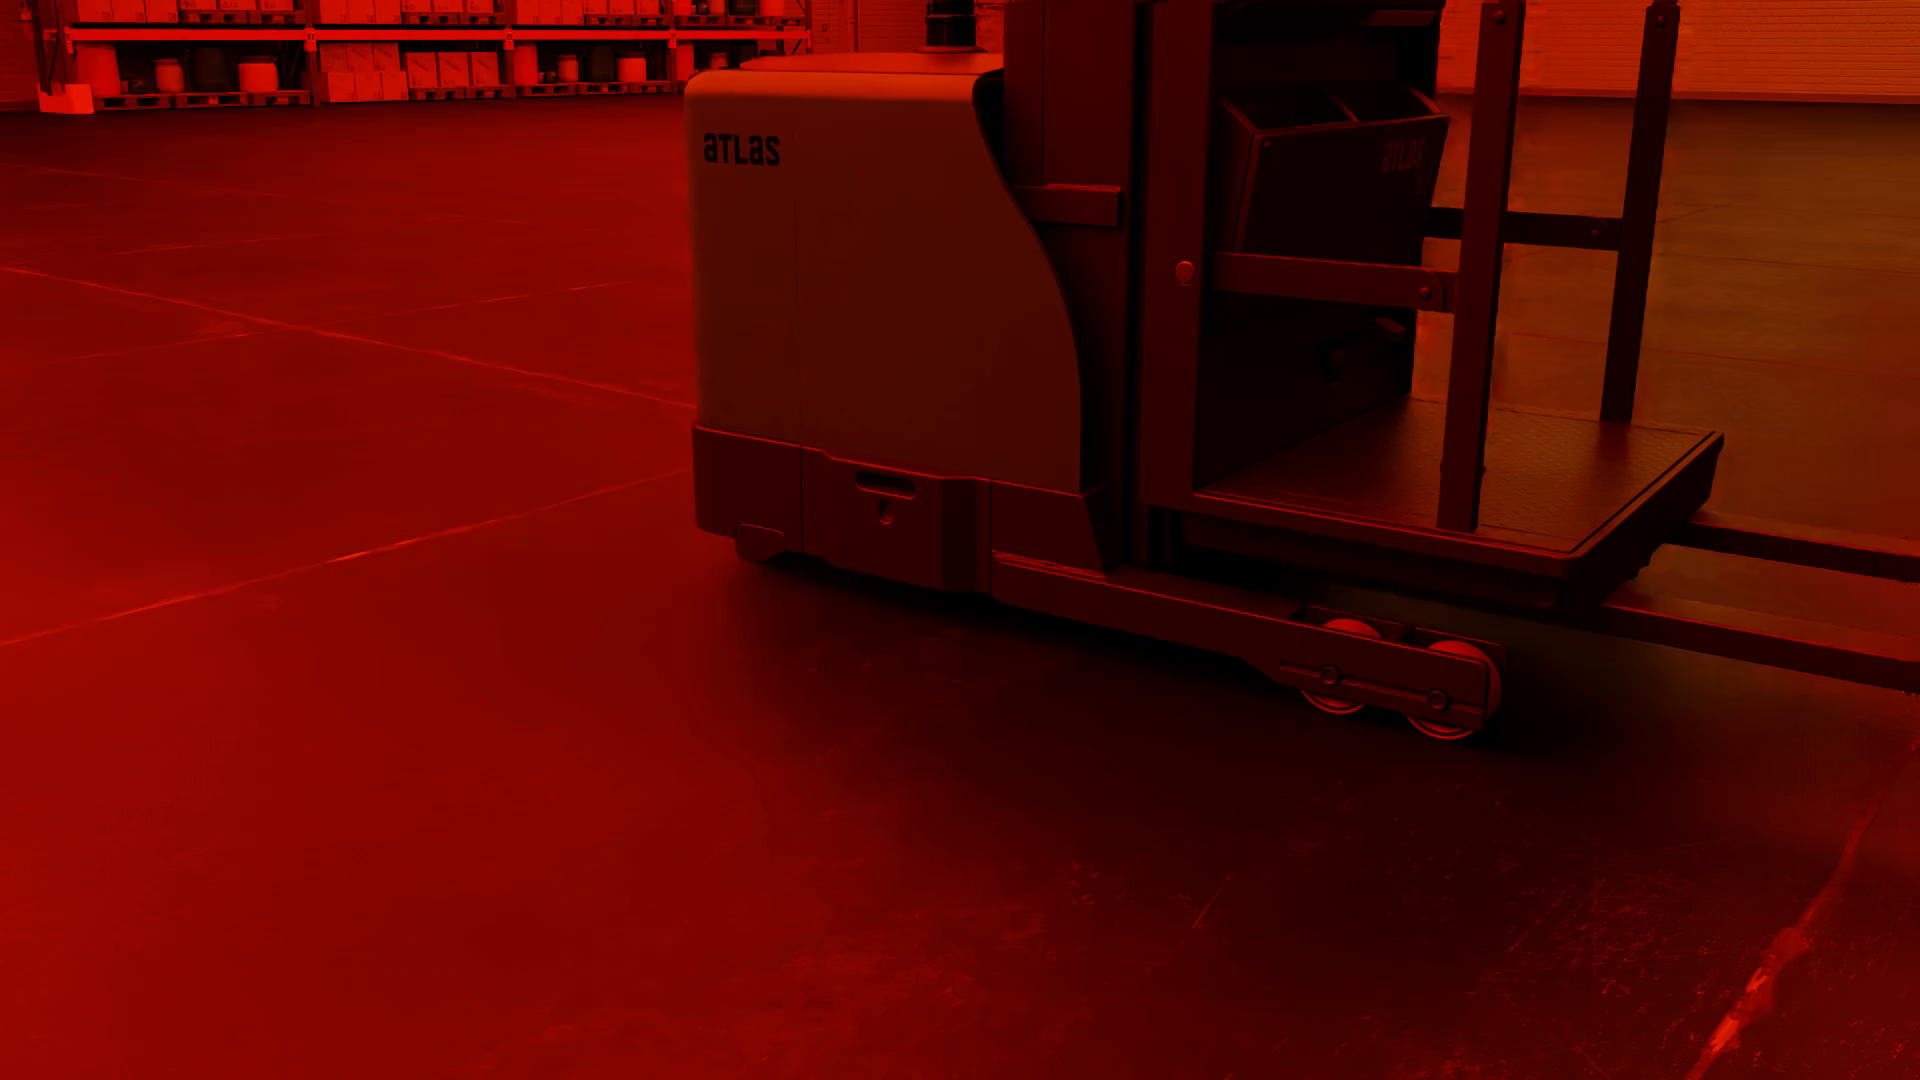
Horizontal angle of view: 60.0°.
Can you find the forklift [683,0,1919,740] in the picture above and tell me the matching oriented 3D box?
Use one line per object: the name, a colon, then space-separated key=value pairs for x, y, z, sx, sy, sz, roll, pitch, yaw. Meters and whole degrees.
forklift: x=0.892 y=-1.238 z=2.974 sx=3.031 sy=2.935 sz=1.130 roll=12 pitch=20 yaw=33
